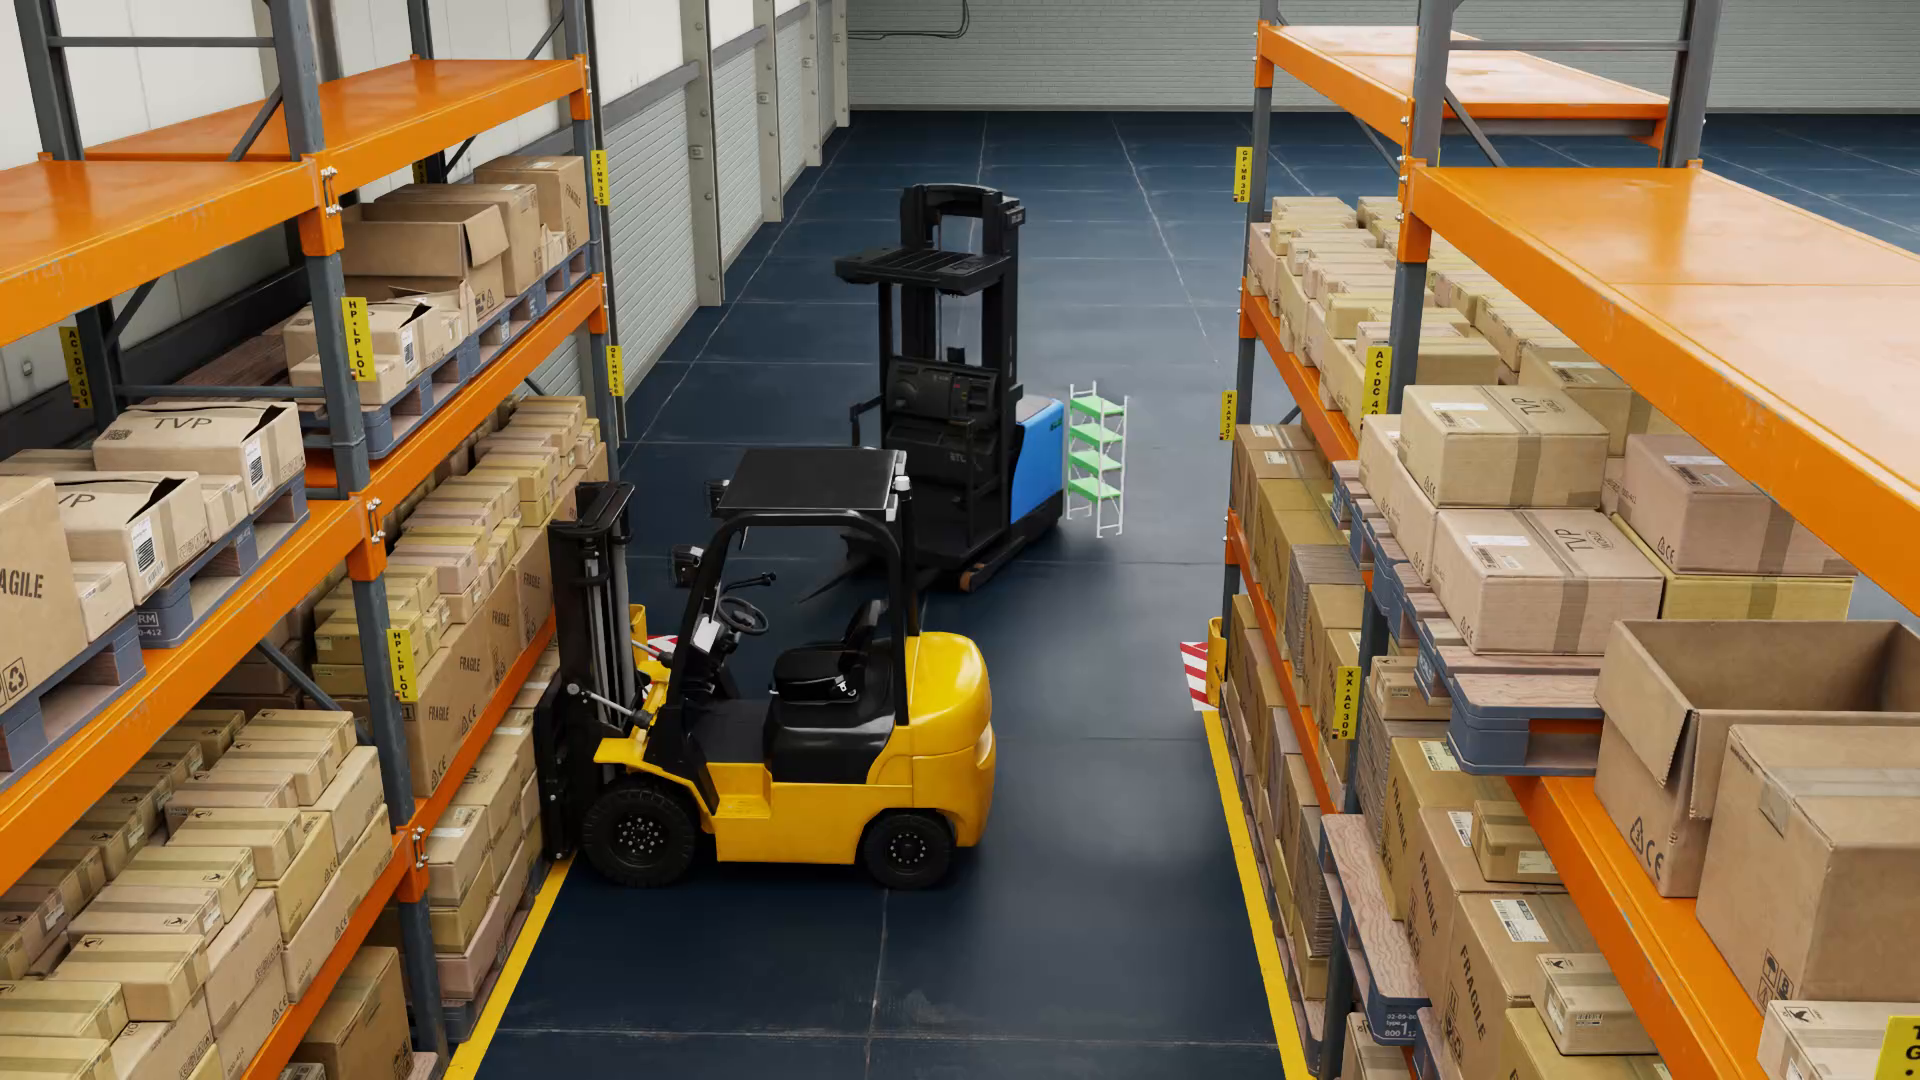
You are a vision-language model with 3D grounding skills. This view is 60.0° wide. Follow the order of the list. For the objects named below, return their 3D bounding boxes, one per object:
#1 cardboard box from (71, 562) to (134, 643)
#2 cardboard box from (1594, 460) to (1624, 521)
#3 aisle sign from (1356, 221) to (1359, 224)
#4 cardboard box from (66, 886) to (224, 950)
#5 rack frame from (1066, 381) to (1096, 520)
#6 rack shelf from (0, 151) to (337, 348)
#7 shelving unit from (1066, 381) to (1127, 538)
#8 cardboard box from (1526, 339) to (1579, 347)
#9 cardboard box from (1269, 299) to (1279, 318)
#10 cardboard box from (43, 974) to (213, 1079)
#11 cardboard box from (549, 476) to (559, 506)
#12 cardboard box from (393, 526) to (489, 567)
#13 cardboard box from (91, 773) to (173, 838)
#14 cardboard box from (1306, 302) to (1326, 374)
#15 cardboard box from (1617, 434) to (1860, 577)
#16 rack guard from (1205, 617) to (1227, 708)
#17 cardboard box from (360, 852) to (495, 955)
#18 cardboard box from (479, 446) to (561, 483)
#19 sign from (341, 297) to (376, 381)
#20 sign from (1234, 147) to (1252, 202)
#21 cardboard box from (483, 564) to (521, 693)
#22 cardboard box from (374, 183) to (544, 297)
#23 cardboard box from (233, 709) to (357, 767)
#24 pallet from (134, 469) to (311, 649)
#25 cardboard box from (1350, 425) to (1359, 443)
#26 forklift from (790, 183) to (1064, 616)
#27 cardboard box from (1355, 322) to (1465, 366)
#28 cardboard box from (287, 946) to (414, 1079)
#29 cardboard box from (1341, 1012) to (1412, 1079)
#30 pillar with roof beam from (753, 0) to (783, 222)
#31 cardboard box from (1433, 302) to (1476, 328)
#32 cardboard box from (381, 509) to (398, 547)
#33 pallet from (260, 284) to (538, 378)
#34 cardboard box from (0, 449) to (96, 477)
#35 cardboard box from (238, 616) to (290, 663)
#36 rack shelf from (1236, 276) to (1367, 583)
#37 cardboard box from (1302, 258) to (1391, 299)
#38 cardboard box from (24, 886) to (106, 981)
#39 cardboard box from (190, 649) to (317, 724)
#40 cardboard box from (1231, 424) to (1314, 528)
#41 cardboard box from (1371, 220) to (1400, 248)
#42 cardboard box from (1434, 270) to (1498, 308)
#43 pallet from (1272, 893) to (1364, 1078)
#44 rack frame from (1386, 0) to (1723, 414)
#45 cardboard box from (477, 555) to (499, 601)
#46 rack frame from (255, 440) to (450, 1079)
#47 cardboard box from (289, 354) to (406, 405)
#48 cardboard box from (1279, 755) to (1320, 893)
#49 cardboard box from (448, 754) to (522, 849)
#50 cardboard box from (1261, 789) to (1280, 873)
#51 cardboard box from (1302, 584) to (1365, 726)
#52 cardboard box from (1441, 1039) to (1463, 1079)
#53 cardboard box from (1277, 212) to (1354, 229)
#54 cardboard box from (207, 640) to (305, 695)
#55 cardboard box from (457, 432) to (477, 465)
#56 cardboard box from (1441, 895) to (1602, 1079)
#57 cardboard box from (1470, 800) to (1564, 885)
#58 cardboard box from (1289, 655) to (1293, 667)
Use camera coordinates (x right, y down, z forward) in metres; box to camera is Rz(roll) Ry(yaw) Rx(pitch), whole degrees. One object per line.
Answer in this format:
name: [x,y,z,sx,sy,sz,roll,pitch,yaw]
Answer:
cardboard box: [-2.596,0.174,4.709,0.380,0.149,0.250,0,21,1]
cardboard box: [2.225,-0.057,5.304,0.500,0.250,0.500,1,21,2]
aisle sign: [2.532,-1.606,10.221,0.394,0.787,0.004,1,21,2]
cardboard box: [-2.641,1.257,5.400,0.380,0.149,0.250,1,21,2]
rack frame: [1.026,-0.751,14.098,0.240,1.200,0.015,-10,23,-25]
rack shelf: [-2.904,-0.534,4.306,1.077,0.370,4.000,1,21,2]
shelving unit: [1.138,-0.673,13.896,0.258,1.200,0.503,-10,23,-25]
cardboard box: [2.455,-0.692,6.558,0.380,0.149,0.250,0,21,1]
cardboard box: [1.945,-1.349,9.352,0.380,0.149,0.250,1,21,3]
cardboard box: [-2.666,1.588,5.098,0.500,0.250,0.500,1,21,2]
cardboard box: [-2.479,-0.276,9.353,0.380,0.149,0.250,0,21,0]
cardboard box: [-2.529,0.044,8.115,0.380,0.149,0.250,0,21,1]
cardboard box: [-3.137,0.980,6.114,0.380,0.149,0.250,1,21,1]
cardboard box: [1.907,-0.925,7.710,0.500,0.250,0.500,0,21,1]
cardboard box: [2.219,-0.106,4.738,0.500,0.250,0.500,1,21,3]
rack guard: [2.238,0.818,11.024,1.175,0.500,0.348,1,21,2]
cardboard box: [-2.520,1.699,7.825,0.500,0.250,0.500,1,21,1]
cardboard box: [-2.458,-0.415,9.299,0.380,0.149,0.250,1,21,3]
sign: [-2.300,-0.766,6.353,0.100,0.325,0.005,1,21,2]
sign: [1.698,-2.187,9.957,0.100,0.325,0.005,1,21,2]
cardboard box: [-2.555,0.442,8.398,0.500,0.500,0.500,0,21,1]
cardboard box: [-2.622,-1.584,8.754,0.700,0.500,0.500,1,21,2]
cardboard box: [-2.631,0.795,6.592,0.380,0.149,0.250,1,21,3]
pallet: [-2.857,0.028,5.722,0.805,0.209,1.217,0,21,-1]
cardboard box: [1.903,-0.511,7.192,0.380,0.149,0.250,1,21,2]
forklift: [-0.245,-1.143,12.716,1.130,2.935,3.031,11,24,25]
cardboard box: [1.841,-0.794,6.819,0.380,0.149,0.250,0,21,0]
cardboard box: [-2.847,2.118,6.919,0.875,0.625,0.625,2,21,4]
cardboard box: [2.105,2.290,6.825,0.950,0.372,0.625,1,21,2]
pillar with roof beam: [1.207,-9.444,25.722,9.100,9.000,0.400,1,21,2]
cardboard box: [2.440,-0.920,7.695,0.500,0.250,0.500,1,21,2]
cardboard box: [-3.064,-0.051,8.361,0.380,0.149,0.250,0,21,1]
pallet: [-2.803,-1.088,8.455,1.003,0.211,1.213,1,21,2]
cardboard box: [-3.065,-0.201,5.676,0.380,0.149,0.250,1,21,2]
cardboard box: [-3.135,0.411,7.169,0.380,0.149,0.250,1,21,2]
rack shelf: [2.180,-0.715,8.366,1.077,0.370,4.000,1,21,2]
cardboard box: [1.862,-1.260,8.022,0.380,0.149,0.250,1,21,2]
cardboard box: [-3.167,1.403,5.577,0.500,0.250,0.500,0,21,0]
cardboard box: [-3.099,0.806,7.460,0.500,0.500,0.500,1,21,1]
cardboard box: [1.949,-0.392,10.137,0.500,0.500,0.500,0,21,1]
cardboard box: [2.430,-1.626,8.965,0.380,0.149,0.250,1,21,2]
cardboard box: [2.439,-1.164,7.773,0.380,0.149,0.250,0,21,1]
pallet: [2.104,2.128,8.046,1.003,0.211,1.213,1,21,2]
rack frame: [2.119,-1.726,5.830,1.000,3.000,0.127,1,21,2]
cardboard box: [-2.493,0.185,8.163,0.380,0.149,0.250,0,21,1]
rack frame: [-2.843,1.018,7.052,1.000,3.000,0.127,1,21,2]
cardboard box: [-2.526,-0.665,6.870,0.380,0.149,0.250,1,21,3]
cardboard box: [1.882,1.407,8.234,0.500,0.500,0.500,1,21,3]
cardboard box: [-2.489,1.282,8.211,0.500,0.250,0.500,1,21,2]
cardboard box: [1.894,1.564,8.865,0.500,0.250,0.500,1,21,2]
cardboard box: [1.892,0.536,7.744,0.500,0.500,0.500,1,21,3]
cardboard box: [1.719,1.660,5.164,0.380,0.149,0.250,1,21,4]
cardboard box: [1.965,-1.721,9.209,0.380,0.149,0.250,1,21,2]
cardboard box: [-3.090,0.550,7.224,0.380,0.149,0.250,1,21,1]
cardboard box: [-3.003,-0.518,9.564,0.380,0.149,0.250,1,21,2]
cardboard box: [1.770,1.402,4.932,0.500,0.500,0.500,0,21,-1]
cardboard box: [1.821,0.948,5.206,0.380,0.149,0.250,2,21,5]
cardboard box: [1.889,0.609,8.453,0.380,0.149,0.250,0,21,1]
